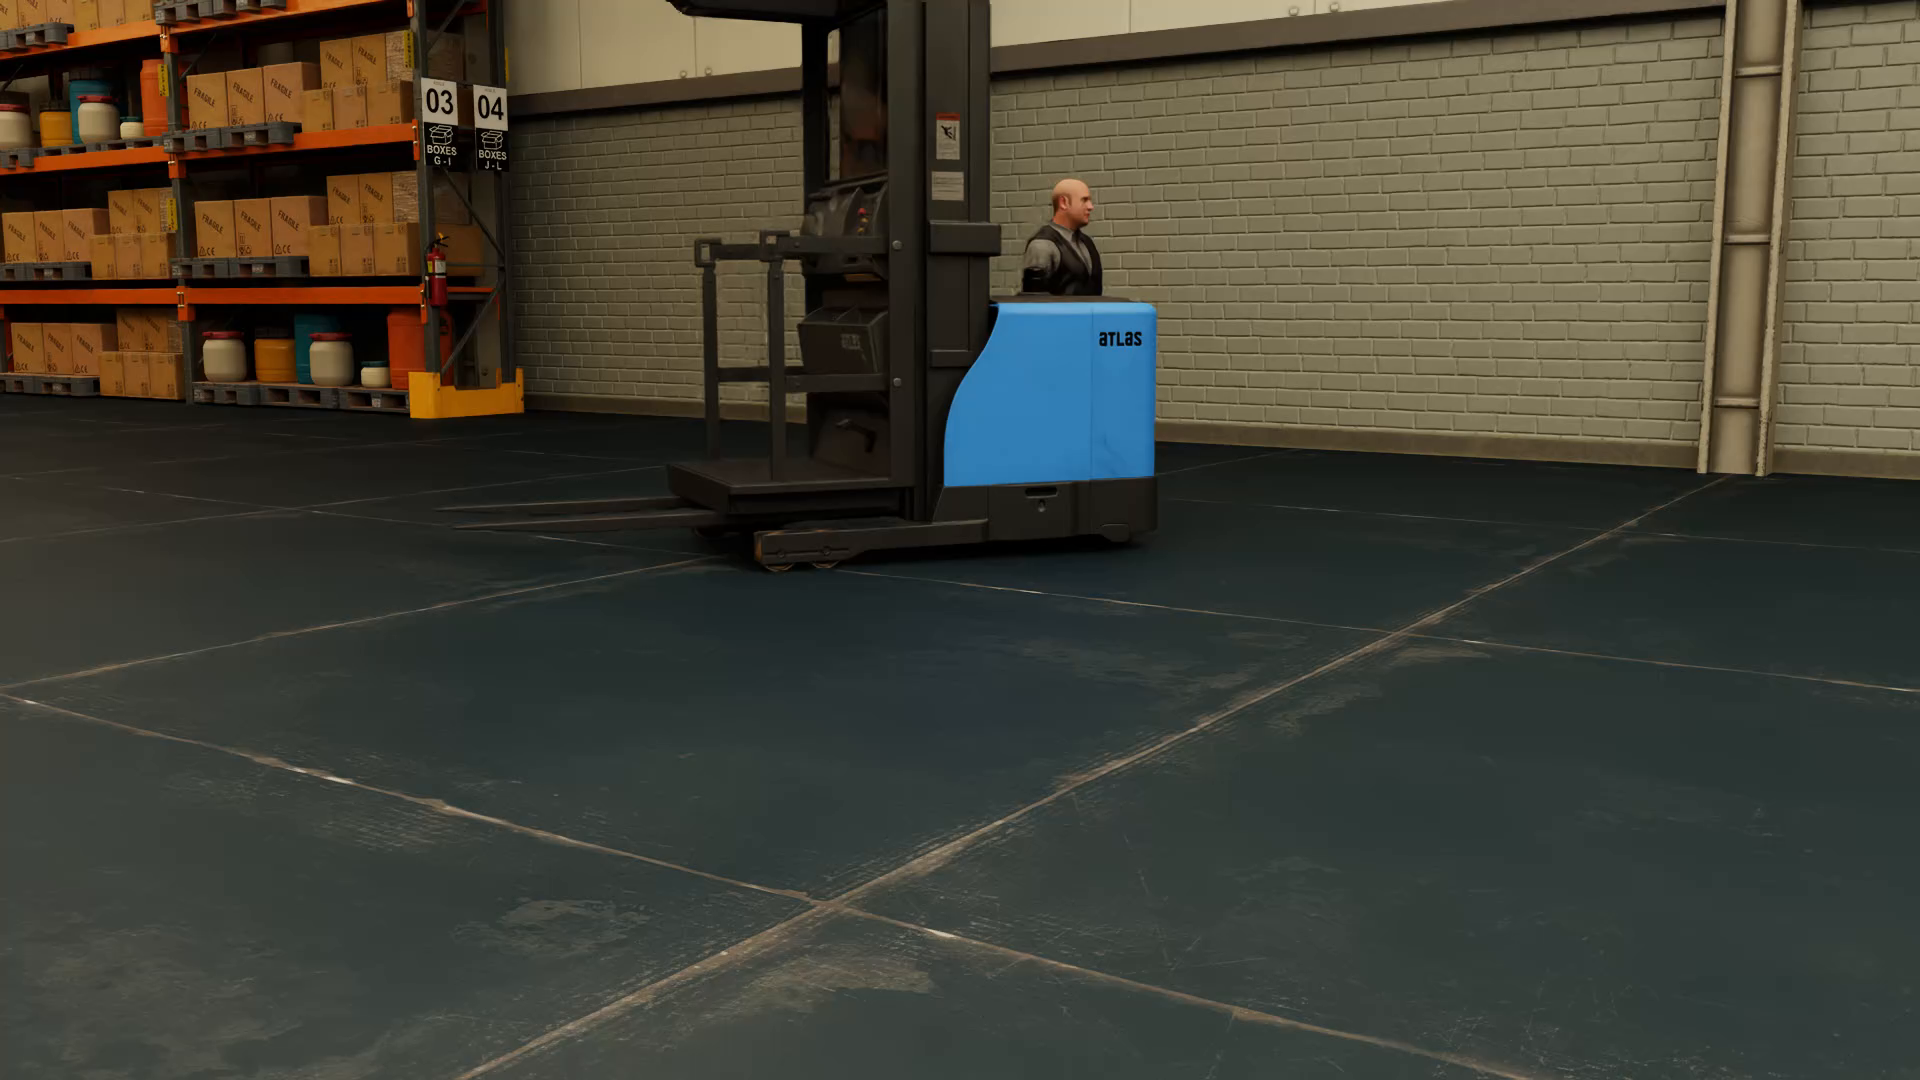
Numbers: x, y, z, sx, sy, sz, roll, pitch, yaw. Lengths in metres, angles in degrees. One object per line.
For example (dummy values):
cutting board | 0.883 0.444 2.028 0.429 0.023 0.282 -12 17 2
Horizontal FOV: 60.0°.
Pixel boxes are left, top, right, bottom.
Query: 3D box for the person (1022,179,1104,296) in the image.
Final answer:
person | 0.597 -0.976 8.478 0.490 1.699 0.711 6 10 37

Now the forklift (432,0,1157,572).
forklift | -0.685 -1.405 7.075 3.031 2.935 1.130 -4 9 -23
